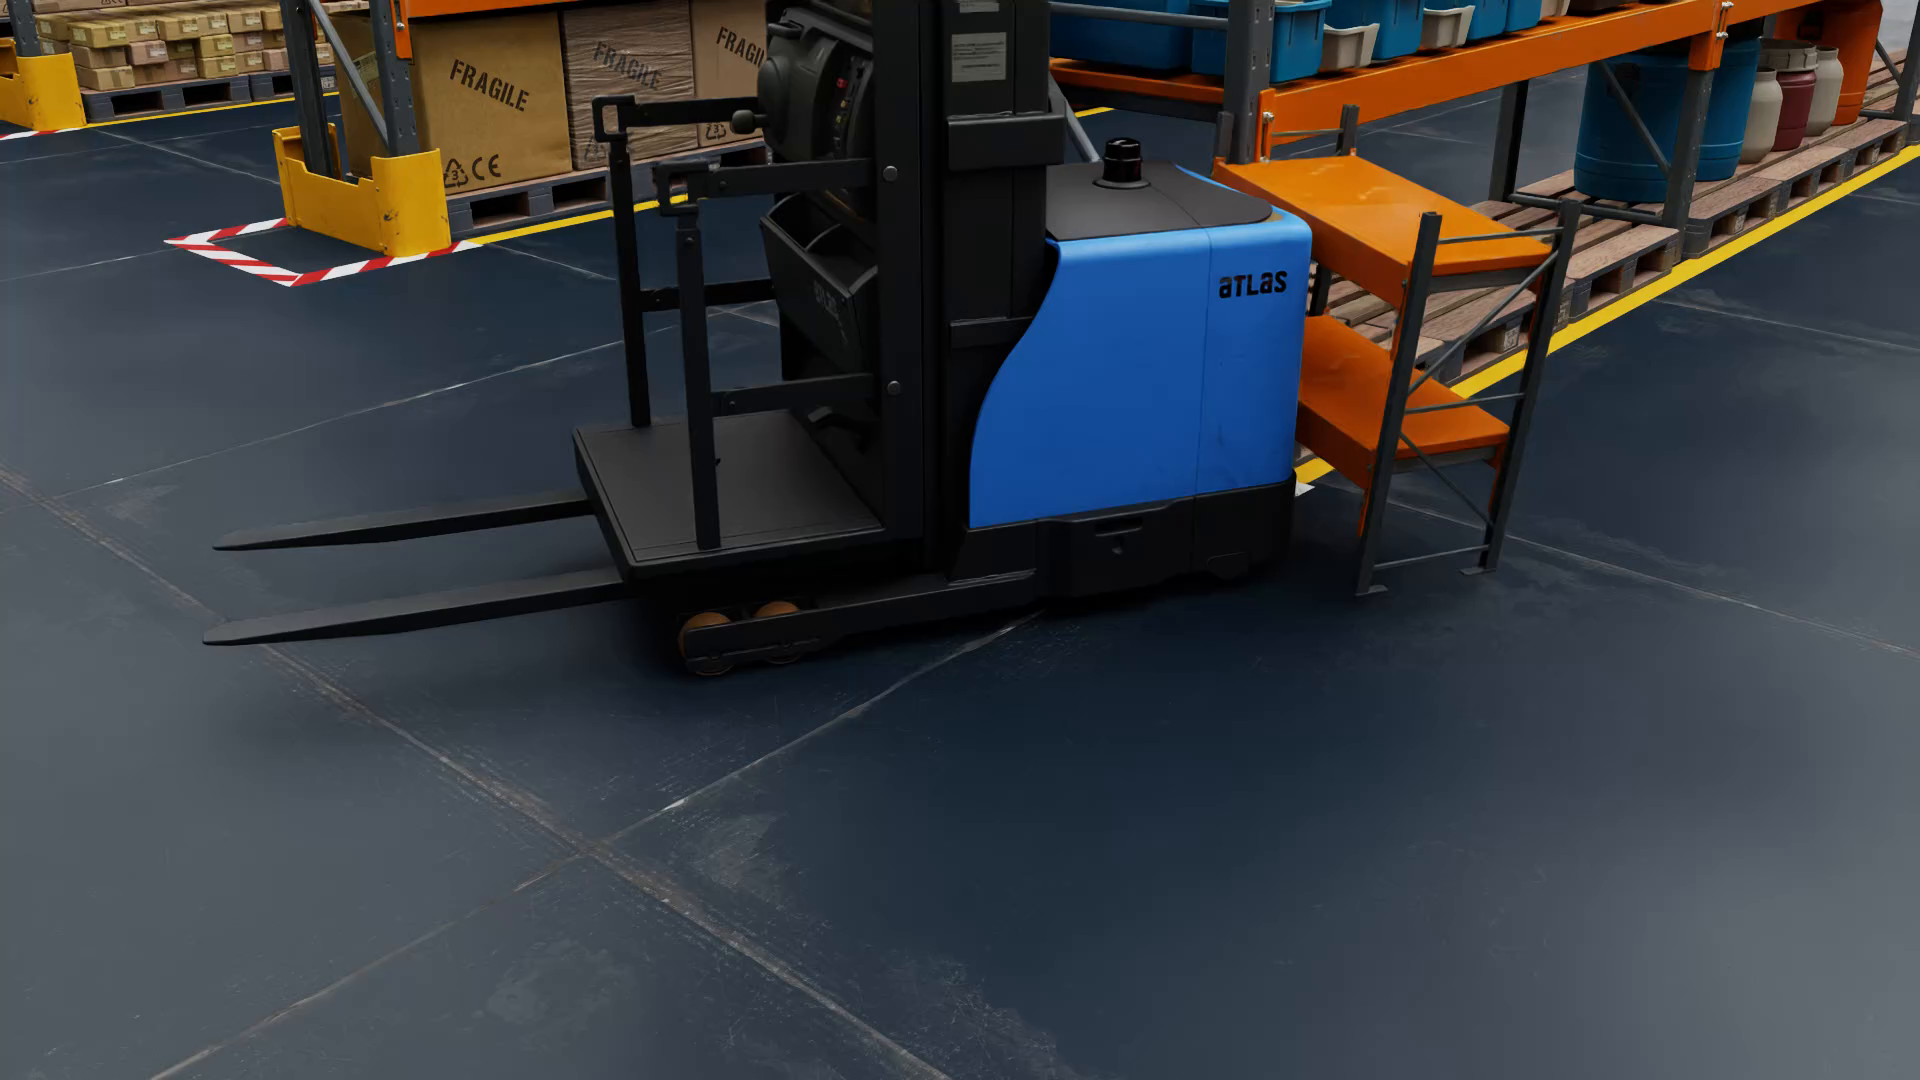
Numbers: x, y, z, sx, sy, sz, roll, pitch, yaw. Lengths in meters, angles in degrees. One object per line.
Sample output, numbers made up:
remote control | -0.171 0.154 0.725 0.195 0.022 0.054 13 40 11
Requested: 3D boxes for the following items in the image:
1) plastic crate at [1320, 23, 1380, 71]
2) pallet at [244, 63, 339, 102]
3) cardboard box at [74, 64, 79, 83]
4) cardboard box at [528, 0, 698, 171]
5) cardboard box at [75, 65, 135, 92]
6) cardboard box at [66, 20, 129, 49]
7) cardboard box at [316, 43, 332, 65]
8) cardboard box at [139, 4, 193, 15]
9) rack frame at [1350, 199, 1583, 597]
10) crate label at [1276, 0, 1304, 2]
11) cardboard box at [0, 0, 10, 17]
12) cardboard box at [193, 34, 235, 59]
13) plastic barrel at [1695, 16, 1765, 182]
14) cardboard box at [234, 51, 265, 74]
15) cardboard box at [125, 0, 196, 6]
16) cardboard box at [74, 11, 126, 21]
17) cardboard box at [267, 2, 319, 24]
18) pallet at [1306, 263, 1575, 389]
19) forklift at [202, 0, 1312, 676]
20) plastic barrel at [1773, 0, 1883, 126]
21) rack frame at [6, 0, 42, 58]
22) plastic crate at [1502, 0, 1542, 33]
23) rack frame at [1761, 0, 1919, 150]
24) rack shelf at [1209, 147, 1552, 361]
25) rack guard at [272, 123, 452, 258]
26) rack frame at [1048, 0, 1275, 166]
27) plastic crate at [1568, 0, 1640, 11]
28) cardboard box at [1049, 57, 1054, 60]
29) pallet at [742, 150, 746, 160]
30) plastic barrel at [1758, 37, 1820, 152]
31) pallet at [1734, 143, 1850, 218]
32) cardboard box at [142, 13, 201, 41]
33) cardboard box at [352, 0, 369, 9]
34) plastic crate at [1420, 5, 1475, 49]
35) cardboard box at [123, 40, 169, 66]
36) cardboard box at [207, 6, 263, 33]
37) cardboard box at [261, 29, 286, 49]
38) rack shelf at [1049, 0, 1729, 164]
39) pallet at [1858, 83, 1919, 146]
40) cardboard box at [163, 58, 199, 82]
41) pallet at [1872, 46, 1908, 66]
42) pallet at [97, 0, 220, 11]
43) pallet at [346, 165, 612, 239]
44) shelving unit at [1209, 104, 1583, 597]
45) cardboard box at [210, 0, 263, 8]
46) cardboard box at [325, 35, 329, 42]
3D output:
plastic crate | 1.220 -1.626 5.460 0.250 0.136 0.298 20 31 38
pallet | -5.347 -3.755 13.367 1.003 0.211 1.213 20 31 38
cardboard box | -6.584 -3.504 12.371 0.380 0.149 0.250 21 31 38
cardboard box | -2.179 -2.727 9.750 0.875 0.875 0.875 20 31 38
cardboard box | -6.192 -3.359 12.047 0.380 0.149 0.250 21 32 39
cardboard box | -6.177 -3.625 11.913 0.380 0.149 0.250 18 30 35
cardboard box | -5.170 -3.834 13.106 0.380 0.149 0.250 20 31 38
cardboard box | -6.107 -4.025 12.805 0.380 0.149 0.250 19 30 36
rack frame | 1.387 -0.373 4.596 0.500 1.125 0.032 -9 31 -22
crate label | 1.316 -2.040 6.381 0.396 0.136 0.243 20 31 38
cardboard box | -9.563 -5.249 15.909 0.875 0.438 0.875 21 32 39
cardboard box | -5.665 -3.728 12.505 0.380 0.149 0.250 21 32 39
plastic barrel | 4.053 -2.488 9.185 0.600 0.901 0.708 20 31 38
cardboard box | -5.566 -3.691 12.786 0.380 0.149 0.250 20 31 38
cardboard box | -8.363 -5.796 17.130 0.875 0.438 0.875 20 31 37
cardboard box | -6.405 -3.850 12.414 0.380 0.149 0.250 21 32 38
cardboard box | -5.217 -4.134 13.049 0.380 0.149 0.250 20 31 38
pallet | 1.928 -0.997 7.216 1.003 0.211 1.213 20 31 38
forklift | -0.575 -1.218 4.383 3.031 2.935 1.130 -8 26 -18
plastic barrel | 5.560 -3.144 10.735 0.600 0.830 0.708 20 31 38
rack frame | -6.780 -4.396 11.389 1.000 3.000 0.127 20 31 38
plastic crate | 2.024 -2.088 6.371 0.416 0.233 0.300 20 31 38
rack frame | 5.874 -4.096 10.719 1.000 3.000 0.127 20 31 38
rack shelf | 1.204 -0.863 4.862 0.538 0.278 1.000 -9 31 -22
rack guard | -3.170 -1.863 8.795 1.175 0.500 0.348 20 31 38
rack frame | 0.535 -1.659 5.283 1.000 3.000 0.127 20 31 38
plastic crate | 2.657 -2.365 7.121 0.437 0.125 0.590 20 31 38
cardboard box | -0.072 -3.652 11.813 1.225 0.875 0.875 20 31 38
pallet | -1.050 -2.747 11.119 1.003 0.211 1.213 20 31 38
plastic barrel | 4.806 -2.690 10.016 0.600 0.588 0.708 20 31 38
pallet | 4.564 -2.202 9.903 1.003 0.211 1.213 20 31 38
cardboard box | -5.819 -3.784 12.267 0.380 0.149 0.250 20 31 37
cardboard box | -4.799 -4.266 13.342 0.380 0.149 0.250 18 30 35
plastic crate | 1.673 -1.833 5.921 0.250 0.136 0.298 20 31 38
cardboard box | -6.014 -3.580 12.177 0.380 0.149 0.250 20 31 37
cardboard box | -5.523 -3.964 12.669 0.380 0.149 0.250 22 32 39
cardboard box | -5.408 -3.928 12.953 0.380 0.149 0.250 22 32 40
rack shelf | 1.869 -1.940 6.789 1.077 0.370 4.000 20 31 38
pallet | 6.420 -3.049 11.793 1.003 0.211 1.213 20 31 38
cardboard box | -5.918 -3.539 12.448 0.380 0.149 0.250 21 31 38
pallet | 8.048 -3.793 13.451 1.003 0.211 1.213 20 31 38
pallet | -8.430 -5.453 17.154 1.003 0.211 1.213 20 31 38
pallet | -2.679 -2.004 9.461 1.003 0.211 1.213 20 31 38
shelving unit | 1.188 -0.606 5.002 0.538 1.125 1.048 -9 31 -22
cardboard box | -5.710 -4.172 13.133 0.380 0.149 0.250 19 30 36
cardboard box | -5.011 -4.078 13.286 0.380 0.149 0.250 18 30 35
